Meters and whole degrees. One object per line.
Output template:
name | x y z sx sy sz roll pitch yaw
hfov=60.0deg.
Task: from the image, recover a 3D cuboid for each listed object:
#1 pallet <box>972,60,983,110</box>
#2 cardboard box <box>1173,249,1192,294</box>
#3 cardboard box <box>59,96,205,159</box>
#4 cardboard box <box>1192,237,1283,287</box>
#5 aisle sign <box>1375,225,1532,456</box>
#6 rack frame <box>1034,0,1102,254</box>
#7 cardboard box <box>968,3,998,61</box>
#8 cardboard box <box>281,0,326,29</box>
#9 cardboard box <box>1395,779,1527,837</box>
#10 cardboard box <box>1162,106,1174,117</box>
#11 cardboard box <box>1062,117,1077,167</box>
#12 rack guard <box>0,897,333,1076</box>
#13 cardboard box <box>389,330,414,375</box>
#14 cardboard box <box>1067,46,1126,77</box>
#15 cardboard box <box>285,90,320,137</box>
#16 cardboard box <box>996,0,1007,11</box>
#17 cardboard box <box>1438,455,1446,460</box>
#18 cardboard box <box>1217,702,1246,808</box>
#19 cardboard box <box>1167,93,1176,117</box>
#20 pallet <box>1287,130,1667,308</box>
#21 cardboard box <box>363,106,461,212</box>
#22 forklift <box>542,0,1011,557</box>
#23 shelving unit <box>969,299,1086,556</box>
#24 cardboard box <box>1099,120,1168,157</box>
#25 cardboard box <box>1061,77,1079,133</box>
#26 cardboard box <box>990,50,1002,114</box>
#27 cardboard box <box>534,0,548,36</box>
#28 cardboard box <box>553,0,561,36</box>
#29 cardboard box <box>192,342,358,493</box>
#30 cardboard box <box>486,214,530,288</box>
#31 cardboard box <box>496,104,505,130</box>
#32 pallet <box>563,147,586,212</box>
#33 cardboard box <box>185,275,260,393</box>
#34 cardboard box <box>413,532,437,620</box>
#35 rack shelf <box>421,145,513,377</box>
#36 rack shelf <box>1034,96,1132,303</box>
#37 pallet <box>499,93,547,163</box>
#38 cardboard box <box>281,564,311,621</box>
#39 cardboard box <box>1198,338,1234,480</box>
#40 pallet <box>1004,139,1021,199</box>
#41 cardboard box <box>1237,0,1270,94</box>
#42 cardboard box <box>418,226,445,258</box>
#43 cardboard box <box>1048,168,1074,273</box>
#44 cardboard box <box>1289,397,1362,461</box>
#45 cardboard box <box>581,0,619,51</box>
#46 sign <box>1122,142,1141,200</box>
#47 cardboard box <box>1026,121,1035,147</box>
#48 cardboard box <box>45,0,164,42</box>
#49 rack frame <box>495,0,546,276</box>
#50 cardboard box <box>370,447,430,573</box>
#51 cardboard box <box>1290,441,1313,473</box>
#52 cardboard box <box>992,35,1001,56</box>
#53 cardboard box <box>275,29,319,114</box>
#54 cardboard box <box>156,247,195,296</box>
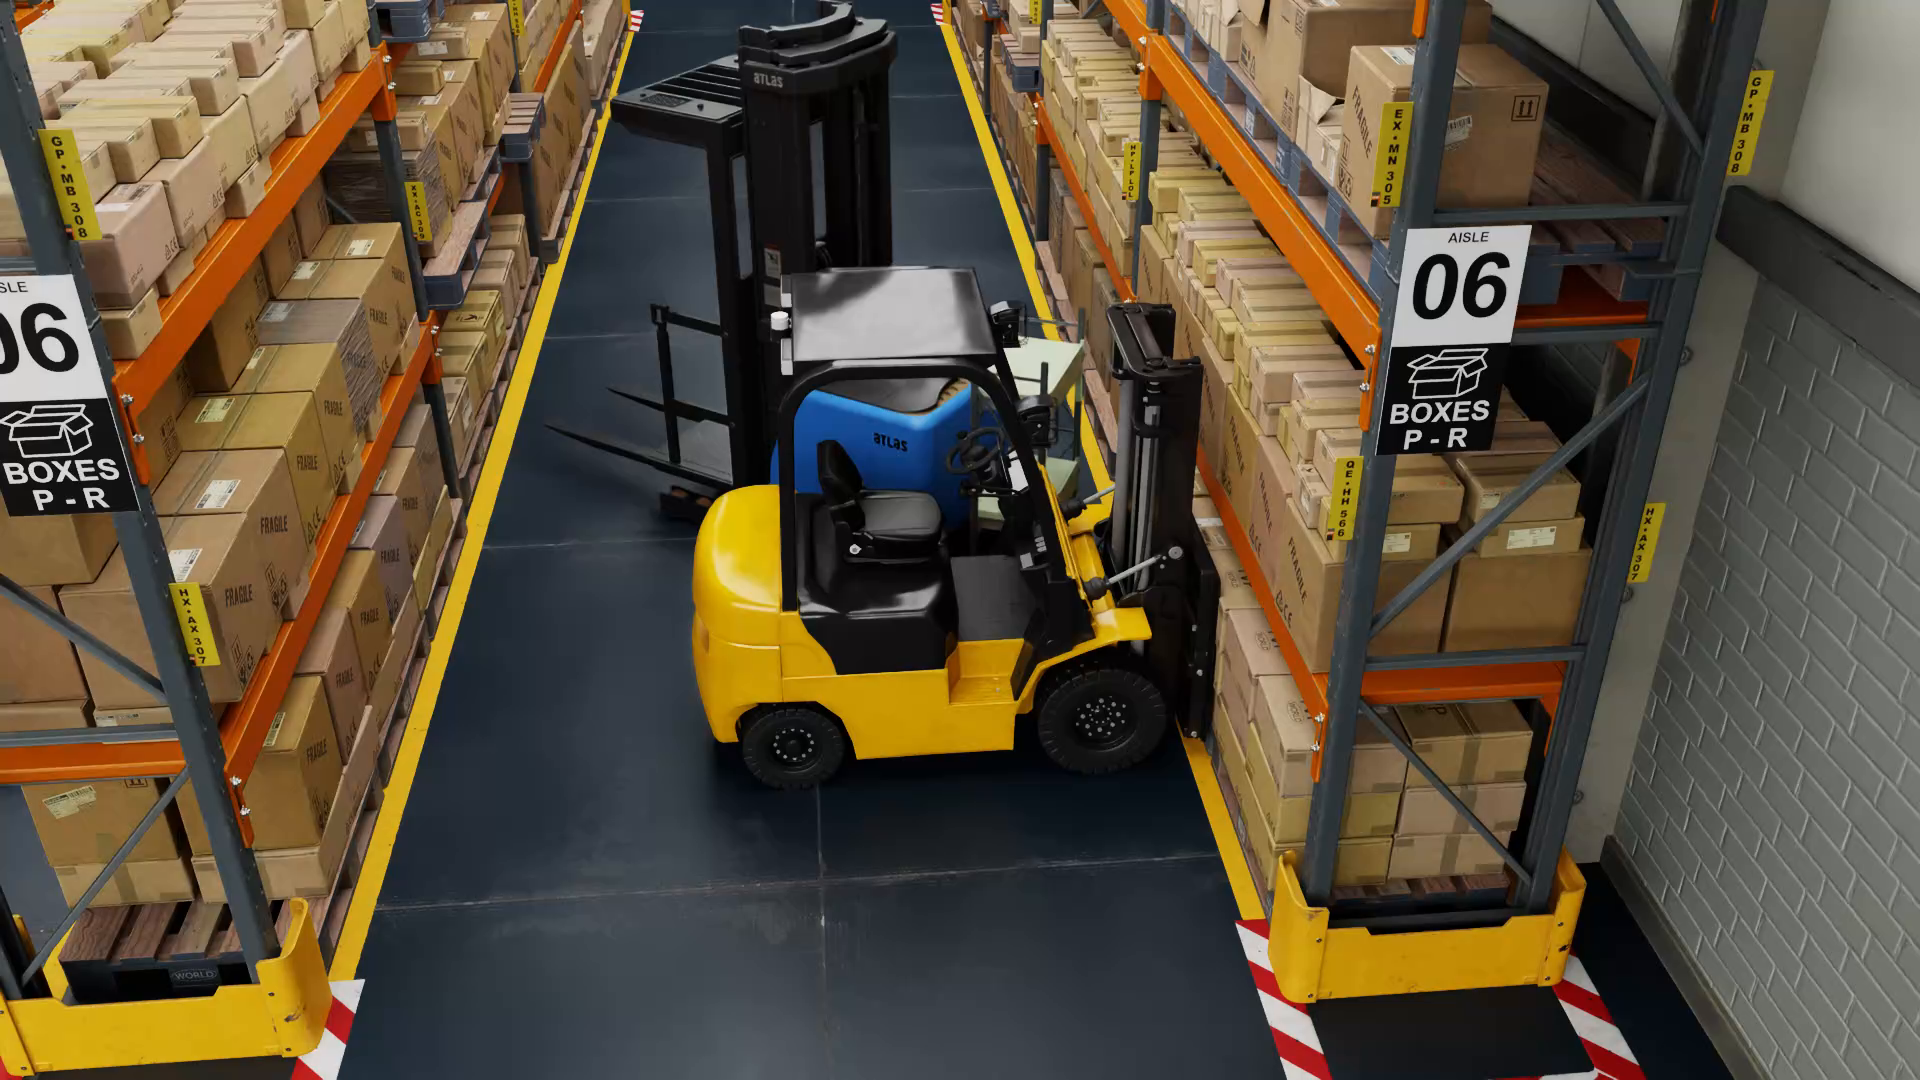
pallet | 0.679 -4.840 17.648 1.003 0.211 1.213 -3 31 -5
cardboard box | 1.285 -1.355 8.364 0.380 0.149 0.250 -2 31 -3
cardboard box | -2.859 -1.424 5.752 0.380 0.149 0.250 -3 31 -5
cardboard box | 1.344 -1.348 8.062 0.380 0.149 0.250 -3 31 -5
aisle sign | 1.577 -0.629 5.342 0.394 0.787 0.004 -3 31 -5
rack frame | 1.116 -3.645 12.927 1.000 3.000 0.127 -3 31 -5
cardboard box | 0.469 -5.551 18.147 0.700 0.500 0.500 -4 31 -6
cardboard box | -3.014 -2.341 7.287 0.380 0.149 0.250 -2 31 -3
cardboard box | 2.026 0.975 6.977 0.500 0.250 0.500 -2 31 -4
cardboard box | 1.567 -2.805 11.180 0.500 0.250 0.500 -3 31 -6
cardboard box | 1.011 -2.822 11.696 0.500 0.250 0.500 -4 31 -6
rack guard | -3.085 1.714 6.393 1.175 0.500 0.348 -3 31 -5
cardboard box | -3.088 -0.978 8.708 0.380 0.149 0.250 -2 31 -3
cardboard box | 0.965 -3.390 11.771 0.380 0.149 0.250 -2 31 -4
cardboard box | -3.037 -1.870 7.276 0.380 0.149 0.250 -2 31 -3
cardboard box | 0.686 -4.987 14.668 0.700 0.500 0.500 -3 31 -5
cardboard box | 1.986 -0.320 6.631 0.380 0.149 0.250 -3 31 -5
cardboard box | 1.468 0.961 7.488 0.500 0.250 0.500 -3 31 -5
cardboard box | 1.574 -2.894 10.940 0.380 0.149 0.250 -2 31 -4
pallet | 1.823 -1.172 5.949 1.003 0.211 1.213 -3 31 -5
cardboard box | -3.258 -2.223 9.749 0.500 0.500 0.500 -3 31 -4
forklift | -1.196 -1.555 9.495 3.031 2.935 1.130 17 35 27
shelving unit | 0.365 -0.449 9.039 0.431 1.500 0.755 10 32 16
cardboard box | 1.067 -2.474 10.237 0.380 0.149 0.250 -4 31 -6
cardboard box | 0.991 -3.033 11.561 0.500 0.250 0.500 -4 31 -6
cardboard box | 0.563 -4.536 16.448 0.500 0.500 0.500 -1 31 -2
cardboard box | -3.709 -4.345 13.758 0.500 0.250 0.500 -3 31 -5
cardboard box | -3.832 -4.647 14.752 0.500 0.250 0.500 -4 31 -6
cardboard box | -3.002 -0.530 7.325 0.500 0.500 0.500 -3 31 -6
cardboard box | -3.783 -2.168 12.608 0.950 0.372 0.625 -5 31 -8
cardboard box | -3.380 -2.933 11.570 0.380 0.149 0.250 -4 31 -7
pallet | -3.935 -3.235 14.961 1.003 0.211 1.213 -3 31 -5
cardboard box | -3.442 -0.946 7.047 0.700 0.500 0.500 -3 31 -5
cardboard box | -3.069 0.198 8.766 0.500 0.250 0.500 -4 31 -6
rack shelf | -3.639 -2.075 11.000 1.077 0.370 4.000 -3 31 -5
rack shelf | 1.303 -2.315 11.402 1.077 0.370 4.000 -3 31 -5
pallet | -3.653 -2.964 11.974 1.213 0.211 1.003 -3 31 -5
cardboard box | -2.864 0.205 6.727 0.380 0.149 0.250 -2 31 -4
cardboard box | 1.411 -0.625 7.774 0.500 0.500 0.500 -3 31 -4
pallet | 0.973 -3.452 15.324 1.003 0.211 1.213 -3 31 -5
cardboard box | 1.567 -2.158 6.905 0.797 0.503 0.637 -2 31 -3
cardboard box | -3.189 -1.733 9.561 0.380 0.149 0.250 -2 31 -4
cardboard box | 1.161 -2.486 12.894 0.875 0.625 0.625 -2 31 -3
cardboard box | 1.515 -0.439 6.540 0.380 0.149 0.250 -2 31 -3
cardboard box | -4.318 -5.771 18.575 0.875 0.438 0.875 -2 31 -3
sign | 0.950 -2.035 9.179 0.100 0.325 0.005 -3 31 -5
cardboard box | 0.761 -3.408 13.927 0.380 0.149 0.250 -4 31 -7
cardboard box | -3.607 -2.182 7.021 0.380 0.149 0.250 -4 31 -6
rack frame | -3.826 -3.405 12.526 1.000 3.000 0.127 -3 31 -5
cardboard box | -3.080 -0.136 8.593 0.500 0.500 0.500 -2 31 -4
cardboard box | 1.535 -0.310 6.614 0.380 0.149 0.250 -2 31 -4
cardboard box | 0.511 -4.877 16.385 0.380 0.149 0.250 -1 31 -2
cardboard box | -3.061 -1.982 7.075 0.500 0.250 0.500 -3 31 -5
cardboard box | -2.890 -0.952 5.739 0.380 0.149 0.250 -2 31 -3
